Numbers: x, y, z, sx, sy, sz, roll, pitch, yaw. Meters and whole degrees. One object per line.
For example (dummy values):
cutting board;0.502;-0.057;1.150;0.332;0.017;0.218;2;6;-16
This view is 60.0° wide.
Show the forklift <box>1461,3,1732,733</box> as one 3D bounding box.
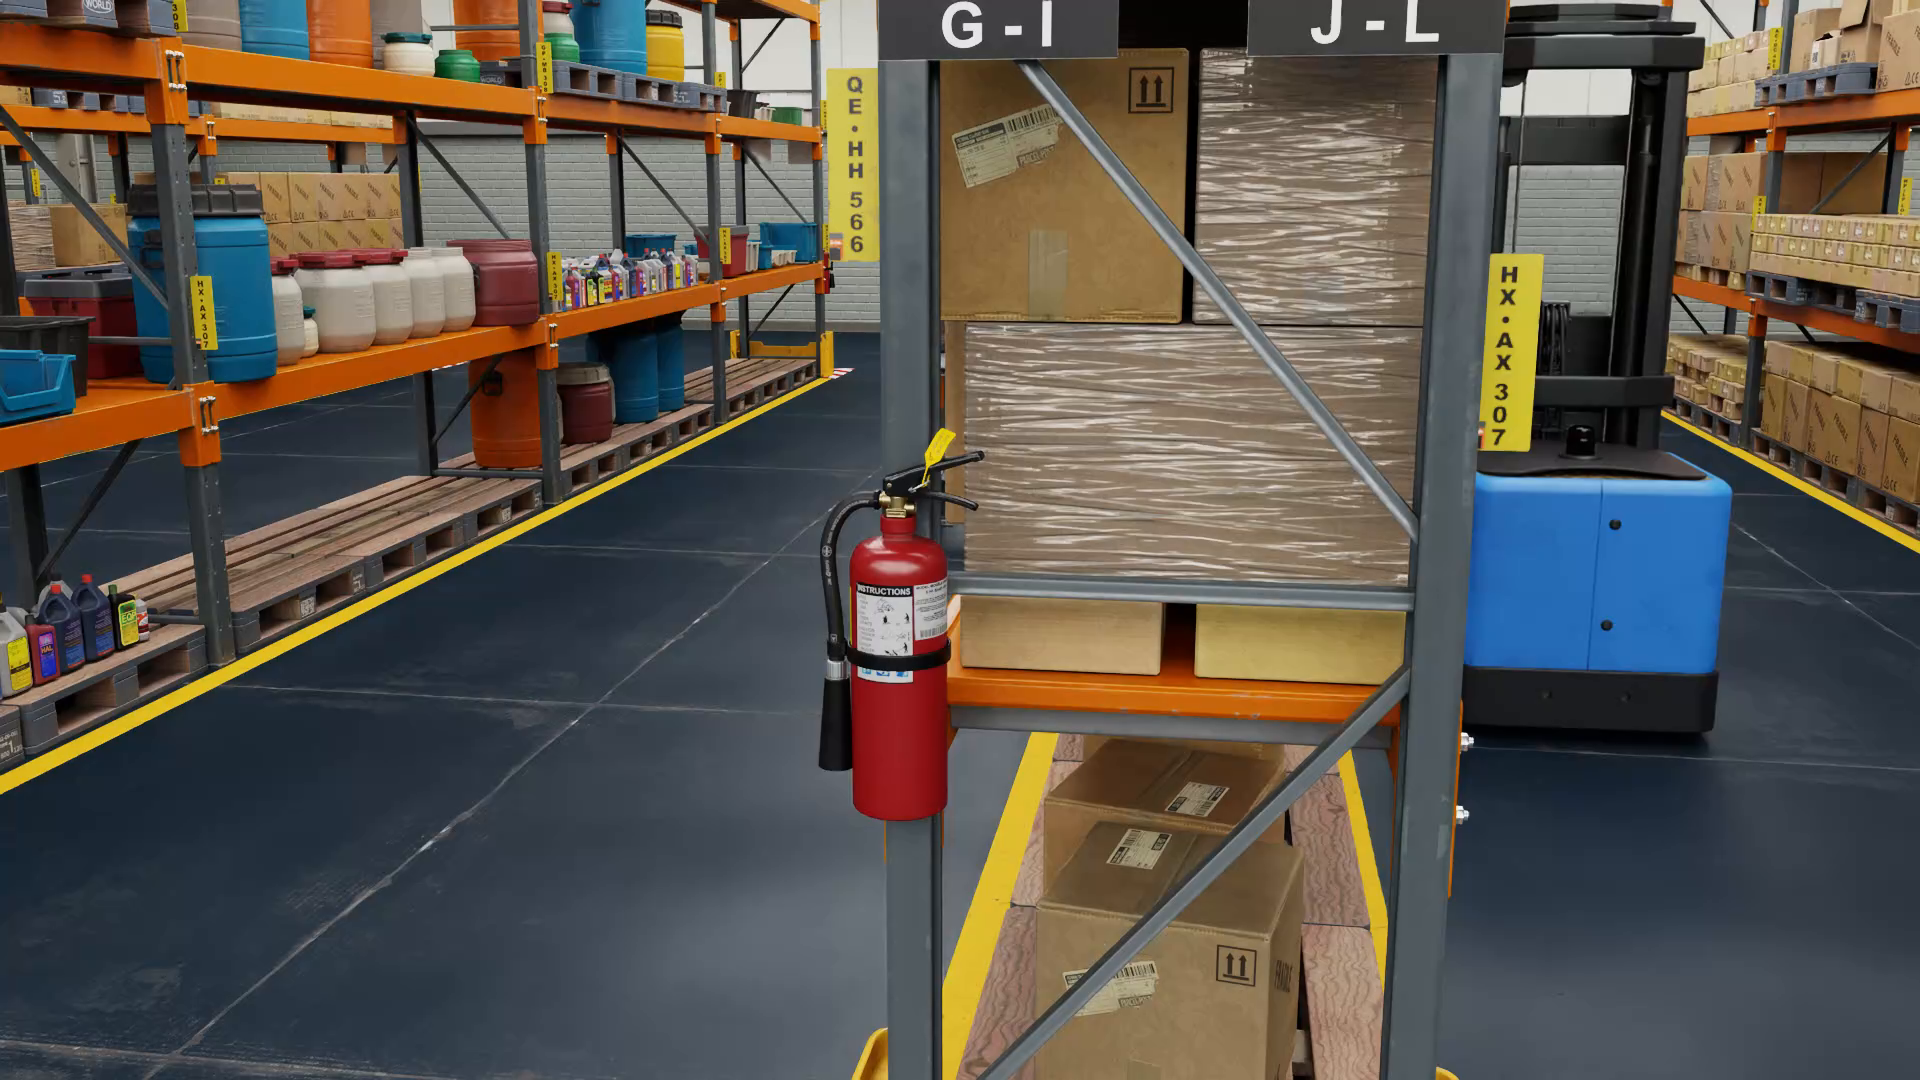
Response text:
forklift;2.673;-0.924;7.824;1.130;2.935;3.031;1;12;7

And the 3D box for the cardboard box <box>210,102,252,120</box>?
cardboard box;-7.257;-4.209;16.142;0.500;0.250;0.500;2;12;9

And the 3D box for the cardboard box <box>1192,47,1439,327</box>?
cardboard box;0.720;-0.692;3.269;0.500;0.500;0.500;2;12;9

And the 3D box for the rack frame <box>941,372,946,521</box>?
rack frame;-0.012;-1.010;10.196;0.400;2.100;0.015;2;12;9

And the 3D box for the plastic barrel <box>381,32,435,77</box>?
plastic barrel;-3.262;-2.856;9.833;0.301;0.262;0.301;0;12;0

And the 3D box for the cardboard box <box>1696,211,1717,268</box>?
cardboard box;7.051;-2.735;15.123;0.500;0.500;0.500;2;12;8

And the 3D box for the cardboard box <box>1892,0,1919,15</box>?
cardboard box;6.465;-3.638;11.078;0.396;0.266;0.258;2;12;9

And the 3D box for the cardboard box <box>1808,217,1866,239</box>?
cardboard box;6.384;-2.257;12.033;0.380;0.149;0.250;2;12;11

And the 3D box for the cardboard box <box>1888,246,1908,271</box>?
cardboard box;6.148;-1.788;10.564;0.380;0.149;0.250;2;12;11

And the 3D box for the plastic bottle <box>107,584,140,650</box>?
plastic bottle;-3.661;0.327;7.260;0.061;0.283;0.133;3;12;11

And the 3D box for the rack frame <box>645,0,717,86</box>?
rack frame;-2.682;-5.495;14.629;1.000;3.000;0.127;2;12;9

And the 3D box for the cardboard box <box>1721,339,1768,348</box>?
cardboard box;7.872;-1.928;16.678;0.380;0.149;0.250;2;12;7

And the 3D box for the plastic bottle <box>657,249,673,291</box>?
plastic bottle;-2.529;-2.297;14.151;0.144;0.351;0.185;2;12;9

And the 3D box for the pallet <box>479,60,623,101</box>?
pallet;-3.083;-3.259;11.826;1.003;0.211;1.213;2;12;9

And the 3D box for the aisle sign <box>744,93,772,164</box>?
aisle sign;-2.349;-4.690;18.965;0.394;0.787;0.004;2;12;9

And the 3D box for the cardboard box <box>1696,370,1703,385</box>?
cardboard box;7.101;-1.524;15.507;0.380;0.149;0.250;1;12;6

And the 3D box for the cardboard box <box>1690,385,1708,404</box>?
cardboard box;6.980;-1.340;15.359;0.380;0.149;0.250;2;12;9

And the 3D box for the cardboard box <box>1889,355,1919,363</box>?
cardboard box;7.073;-1.189;12.049;0.500;0.250;0.500;1;12;6

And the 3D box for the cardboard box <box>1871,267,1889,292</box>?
cardboard box;6.183;-1.692;10.826;0.380;0.149;0.250;2;12;10

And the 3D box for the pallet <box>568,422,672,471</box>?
pallet;-3.027;-0.785;13.634;1.003;0.211;1.213;2;12;9

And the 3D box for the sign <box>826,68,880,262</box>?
sign;-0.179;-0.646;2.873;0.100;0.325;0.005;2;12;9

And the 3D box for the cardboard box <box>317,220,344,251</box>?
cardboard box;-6.997;-3.186;17.920;0.500;0.500;0.500;2;12;8

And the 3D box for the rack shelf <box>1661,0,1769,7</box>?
rack shelf;7.405;-5.215;15.049;1.077;0.370;4.000;2;12;9

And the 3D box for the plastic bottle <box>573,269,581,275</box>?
plastic bottle;-3.182;-2.140;13.773;0.097;0.201;0.097;0;12;0

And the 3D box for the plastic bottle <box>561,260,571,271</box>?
plastic bottle;-3.308;-2.176;13.766;0.152;0.276;0.135;2;12;9

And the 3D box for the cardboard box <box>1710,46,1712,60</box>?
cardboard box;7.170;-4.502;15.368;0.380;0.149;0.250;2;12;11

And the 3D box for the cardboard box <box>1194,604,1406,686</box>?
cardboard box;0.646;0.168;3.192;0.380;0.149;0.250;2;12;9

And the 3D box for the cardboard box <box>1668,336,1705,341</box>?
cardboard box;7.373;-1.996;16.991;0.380;0.149;0.250;2;12;10

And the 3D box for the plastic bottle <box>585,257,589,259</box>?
plastic bottle;-3.231;-2.316;14.424;0.097;0.271;0.097;0;12;0

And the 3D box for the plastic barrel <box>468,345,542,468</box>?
plastic barrel;-3.239;-0.976;12.057;0.600;0.830;0.708;2;12;9

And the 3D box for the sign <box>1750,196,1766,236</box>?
sign;6.560;-2.659;13.656;0.100;0.325;0.005;2;12;9

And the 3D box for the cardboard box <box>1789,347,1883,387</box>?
cardboard box;6.643;-1.313;12.625;0.500;0.250;0.500;2;12;10

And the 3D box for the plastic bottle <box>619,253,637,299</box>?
plastic bottle;-2.670;-2.107;13.266;0.144;0.351;0.185;2;12;9

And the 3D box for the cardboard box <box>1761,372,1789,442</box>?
cardboard box;6.722;-1.058;13.219;0.500;0.500;0.500;2;12;11

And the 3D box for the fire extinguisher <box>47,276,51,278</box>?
fire extinguisher;-11.377;-3.512;20.738;0.296;0.674;0.183;2;12;9

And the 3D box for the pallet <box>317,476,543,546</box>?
pallet;-3.455;-0.206;10.949;1.003;0.211;1.213;2;12;9

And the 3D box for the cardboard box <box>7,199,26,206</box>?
cardboard box;-11.925;-3.756;20.089;0.980;0.700;0.700;2;12;11

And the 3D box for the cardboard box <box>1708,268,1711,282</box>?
cardboard box;7.110;-2.437;15.275;0.380;0.149;0.250;2;12;8

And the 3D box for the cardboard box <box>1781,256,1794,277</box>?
cardboard box;6.463;-2.073;12.592;0.380;0.149;0.250;2;12;9

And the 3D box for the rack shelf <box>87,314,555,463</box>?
rack shelf;-3.605;-0.961;9.542;1.077;0.370;4.000;2;12;9

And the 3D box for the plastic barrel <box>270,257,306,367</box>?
plastic barrel;-3.549;-1.155;8.411;0.433;0.535;0.433;0;12;0

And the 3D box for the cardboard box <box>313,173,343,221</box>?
cardboard box;-6.989;-3.672;17.801;0.500;0.500;0.500;2;12;10

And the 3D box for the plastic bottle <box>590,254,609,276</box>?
plastic bottle;-2.841;-2.084;13.158;0.144;0.351;0.185;2;12;9

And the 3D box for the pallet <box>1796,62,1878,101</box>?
pallet;6.741;-3.253;11.795;1.213;0.211;1.003;2;12;9

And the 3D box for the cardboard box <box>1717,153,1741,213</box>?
cardboard box;6.977;-3.117;14.521;0.500;0.500;0.500;1;12;7

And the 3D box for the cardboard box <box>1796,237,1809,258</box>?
cardboard box;6.426;-2.162;12.301;0.380;0.149;0.250;2;12;11

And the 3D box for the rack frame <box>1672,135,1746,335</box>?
rack frame;7.713;-3.052;17.537;1.000;3.000;0.127;2;12;9

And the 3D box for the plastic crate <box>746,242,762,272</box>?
plastic crate;-2.265;-2.845;16.715;0.437;0.282;0.530;2;12;9

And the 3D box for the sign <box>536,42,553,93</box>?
sign;-2.753;-3.128;11.017;0.100;0.325;0.005;2;12;9

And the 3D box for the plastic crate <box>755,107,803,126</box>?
plastic crate;-1.936;-4.543;17.836;0.450;0.188;0.336;2;12;9

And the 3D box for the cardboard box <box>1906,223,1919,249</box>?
cardboard box;6.105;-1.877;10.272;0.380;0.149;0.250;1;12;6

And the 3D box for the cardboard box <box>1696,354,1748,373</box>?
cardboard box;6.994;-1.622;15.258;0.380;0.149;0.250;1;12;6

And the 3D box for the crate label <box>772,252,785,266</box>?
crate label;-2.091;-3.001;17.781;0.396;0.136;0.243;2;12;9

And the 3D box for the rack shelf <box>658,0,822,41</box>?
rack shelf;-2.375;-5.364;16.679;1.077;0.370;4.000;2;12;9

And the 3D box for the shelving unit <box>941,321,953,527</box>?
shelving unit;0.025;-1.061;10.432;0.431;2.100;0.503;2;12;9

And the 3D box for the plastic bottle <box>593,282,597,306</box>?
plastic bottle;-2.775;-1.859;12.472;0.097;0.201;0.097;0;12;0

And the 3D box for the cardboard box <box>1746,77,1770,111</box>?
cardboard box;6.906;-3.724;13.888;0.500;0.250;0.500;2;12;10
